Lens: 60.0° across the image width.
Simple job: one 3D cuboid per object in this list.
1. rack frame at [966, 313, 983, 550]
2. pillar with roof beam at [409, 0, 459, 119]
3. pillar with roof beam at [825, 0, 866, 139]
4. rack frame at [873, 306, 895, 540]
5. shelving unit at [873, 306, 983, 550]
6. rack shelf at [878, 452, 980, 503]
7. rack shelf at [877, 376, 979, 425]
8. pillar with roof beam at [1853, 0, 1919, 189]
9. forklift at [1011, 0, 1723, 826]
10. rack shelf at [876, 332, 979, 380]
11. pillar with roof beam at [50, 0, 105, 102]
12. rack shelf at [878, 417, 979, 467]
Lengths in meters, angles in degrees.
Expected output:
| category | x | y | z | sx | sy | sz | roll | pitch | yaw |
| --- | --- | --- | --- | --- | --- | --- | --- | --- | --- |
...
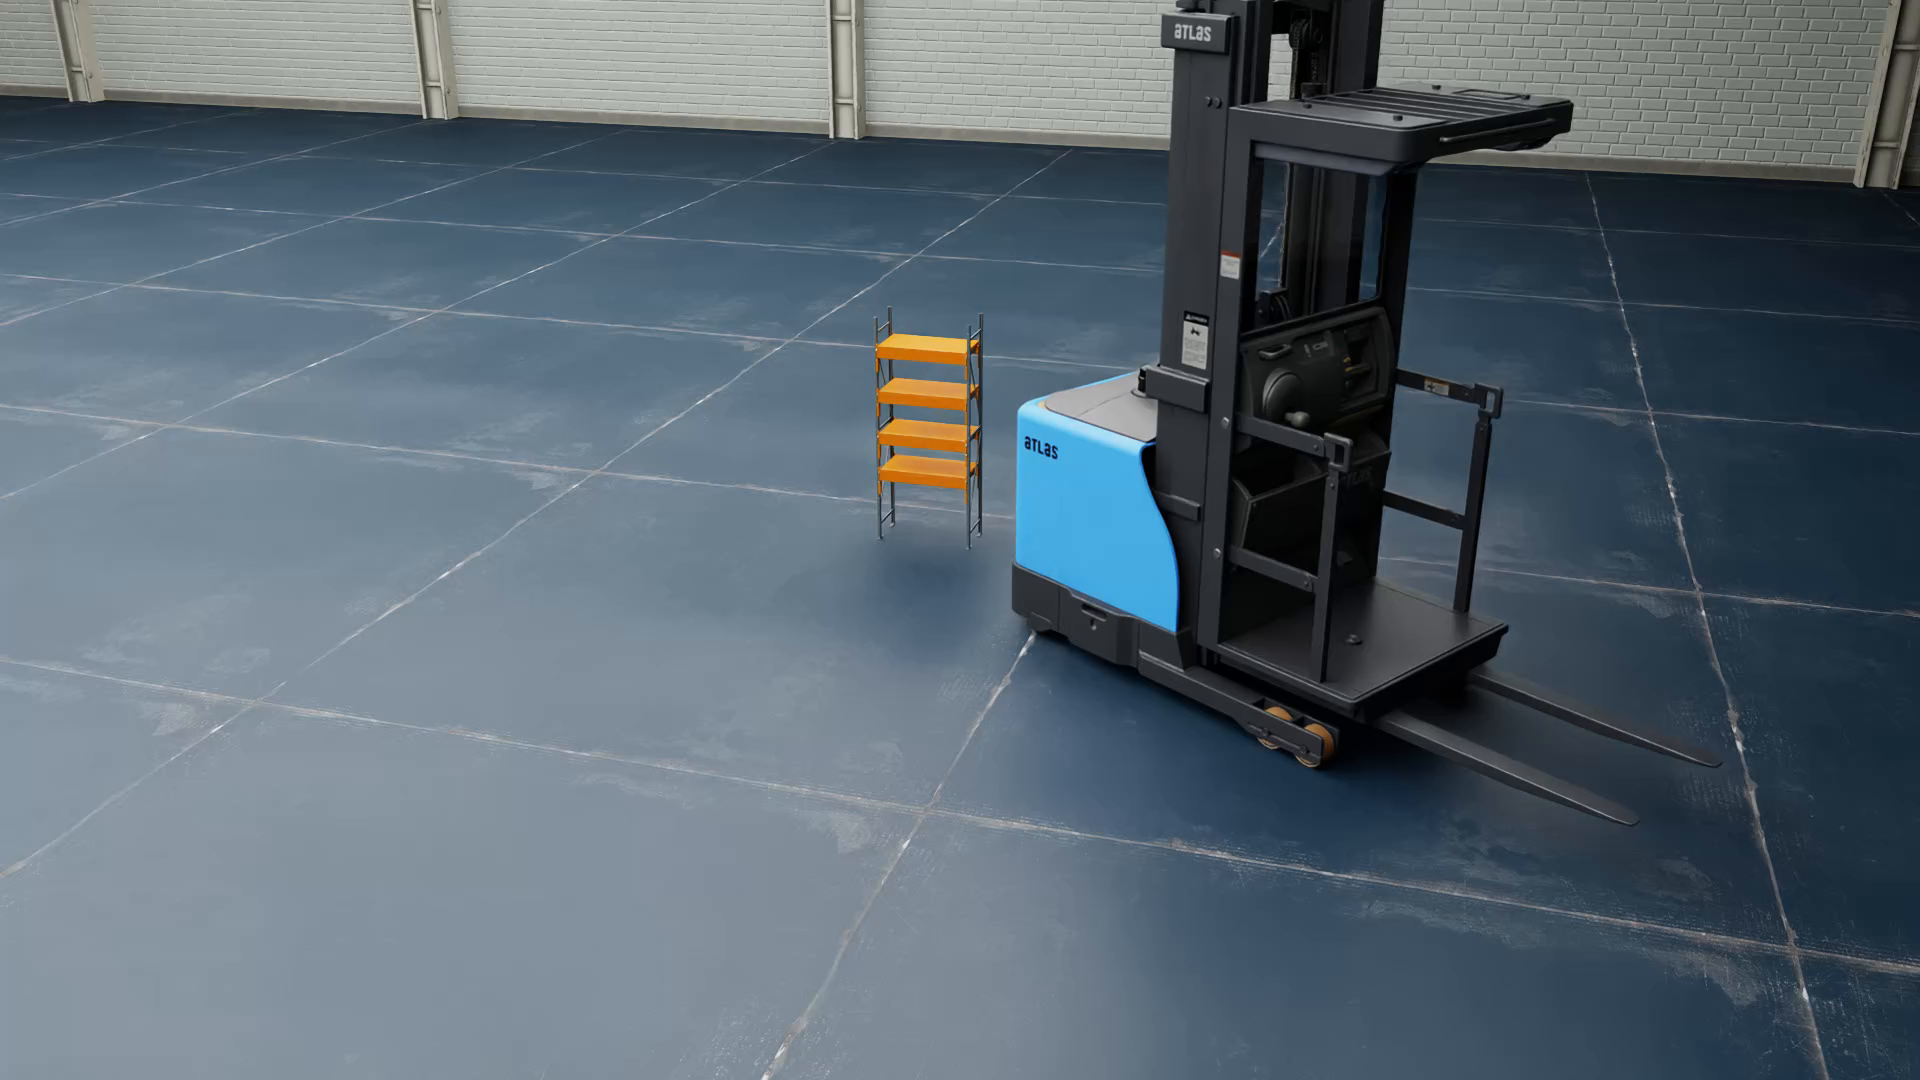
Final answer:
| category | x | y | z | sx | sy | sz | roll | pitch | yaw |
| --- | --- | --- | --- | --- | --- | --- | --- | --- | --- |
| rack frame | 0.075 | -0.547 | 8.521 | 0.015 | 1.200 | 0.240 | 7 | 23 | 16 |
| pillar with roof beam | -8.433 | -8.461 | 17.539 | 0.400 | 9.000 | 9.100 | 7 | 23 | 16 |
| pillar with roof beam | -2.689 | -7.803 | 15.936 | 0.400 | 9.000 | 9.100 | 7 | 23 | 16 |
| rack frame | -0.392 | -0.600 | 8.652 | 0.015 | 1.200 | 0.240 | 7 | 23 | 16 |
| shelving unit | -0.158 | -0.573 | 8.587 | 0.503 | 1.200 | 0.258 | 7 | 23 | 16 |
| rack shelf | -0.158 | -0.327 | 8.687 | 0.480 | 0.148 | 0.258 | 7 | 23 | 16 |
| rack shelf | -0.158 | -0.718 | 8.527 | 0.480 | 0.148 | 0.258 | 7 | 23 | 16 |
| pillar with roof beam | 8.799 | -6.488 | 12.729 | 0.400 | 9.000 | 9.100 | 7 | 23 | 16 |
| forklift | 1.589 | -0.675 | 6.553 | 1.130 | 2.935 | 3.031 | -18 | 29 | -38 |
| rack shelf | -0.158 | -0.937 | 8.437 | 0.480 | 0.148 | 0.258 | 7 | 23 | 16 |
| pillar with roof beam | -14.177 | -9.119 | 19.143 | 0.400 | 9.000 | 9.100 | 7 | 23 | 16 |
| rack shelf | -0.158 | -0.511 | 8.612 | 0.480 | 0.148 | 0.258 | 7 | 23 | 16 |
